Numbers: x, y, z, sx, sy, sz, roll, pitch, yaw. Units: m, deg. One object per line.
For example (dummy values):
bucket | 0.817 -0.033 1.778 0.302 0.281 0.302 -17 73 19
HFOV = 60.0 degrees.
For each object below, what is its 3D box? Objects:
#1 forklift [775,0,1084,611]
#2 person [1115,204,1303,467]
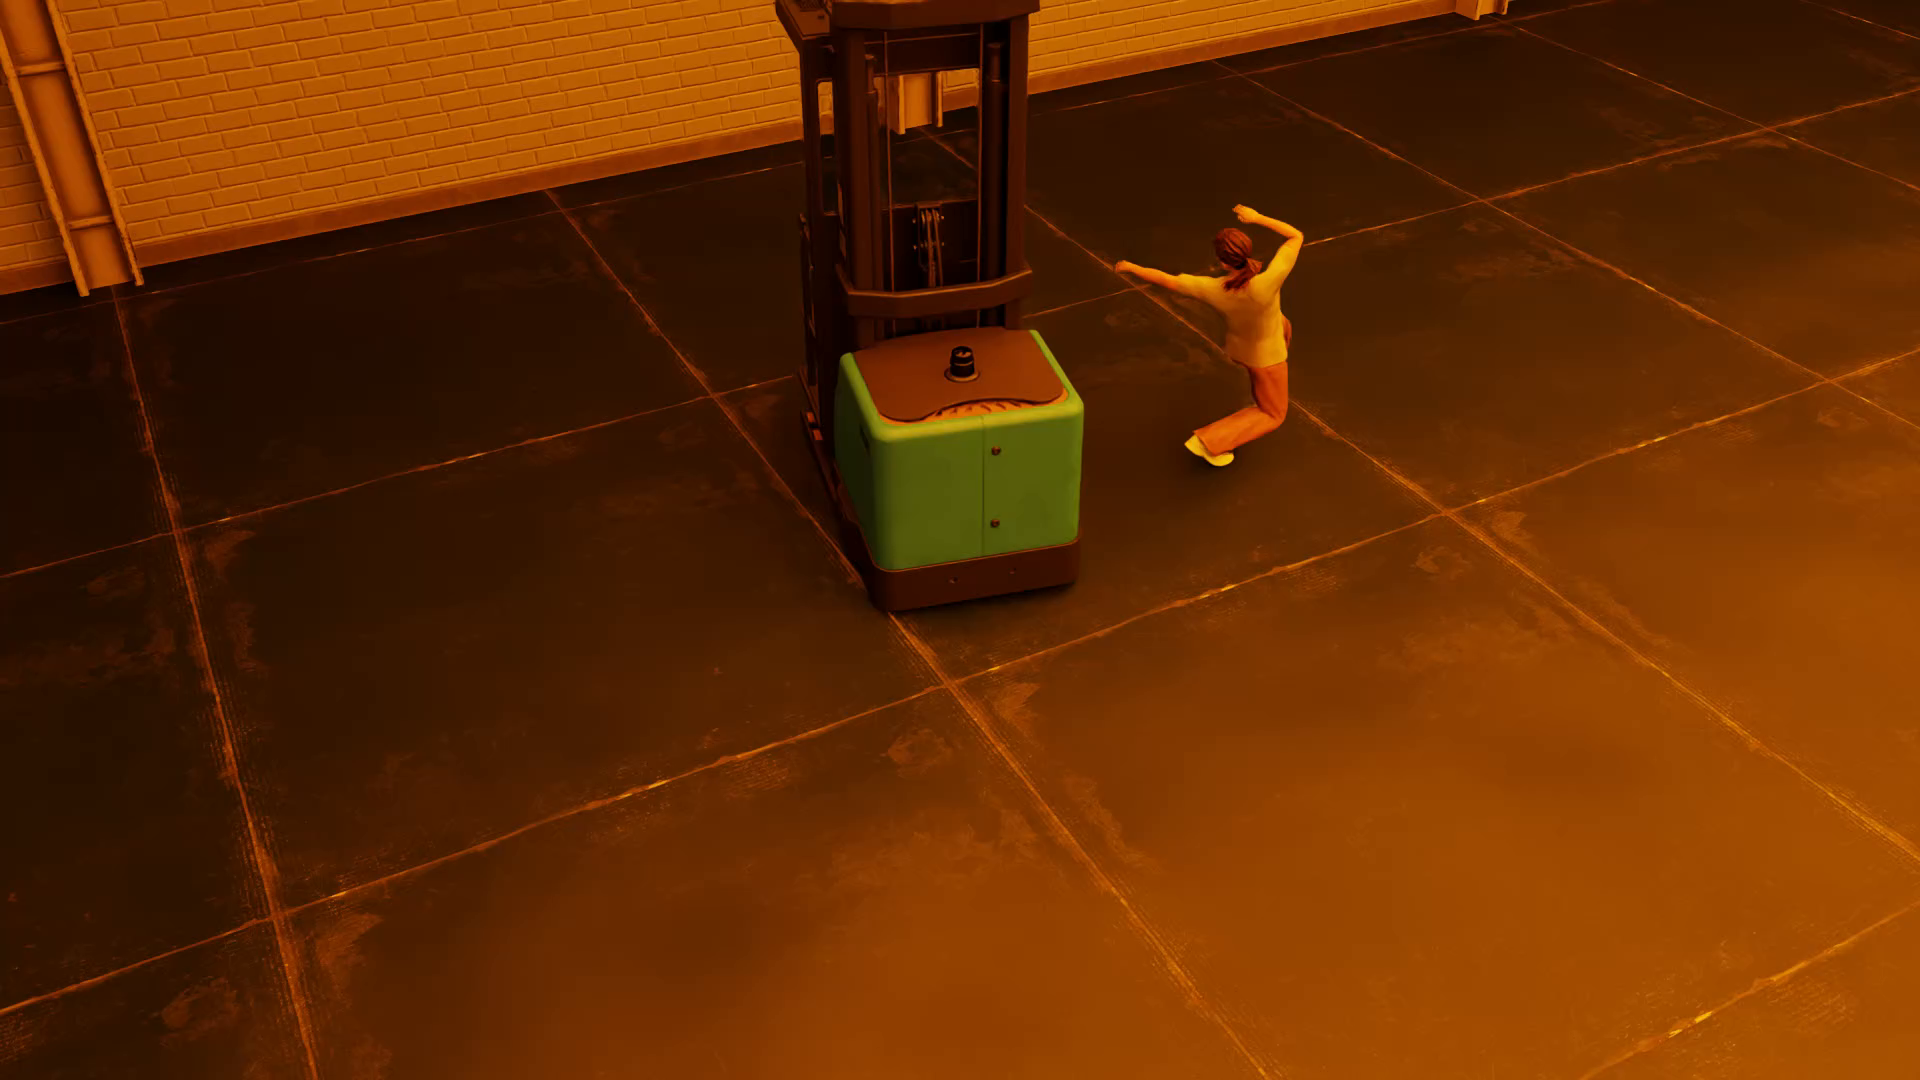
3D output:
forklift | -0.278 -1.701 8.529 1.130 2.935 3.031 -9 36 -12
person | 1.424 -1.211 9.167 0.959 1.408 0.871 29 44 34
